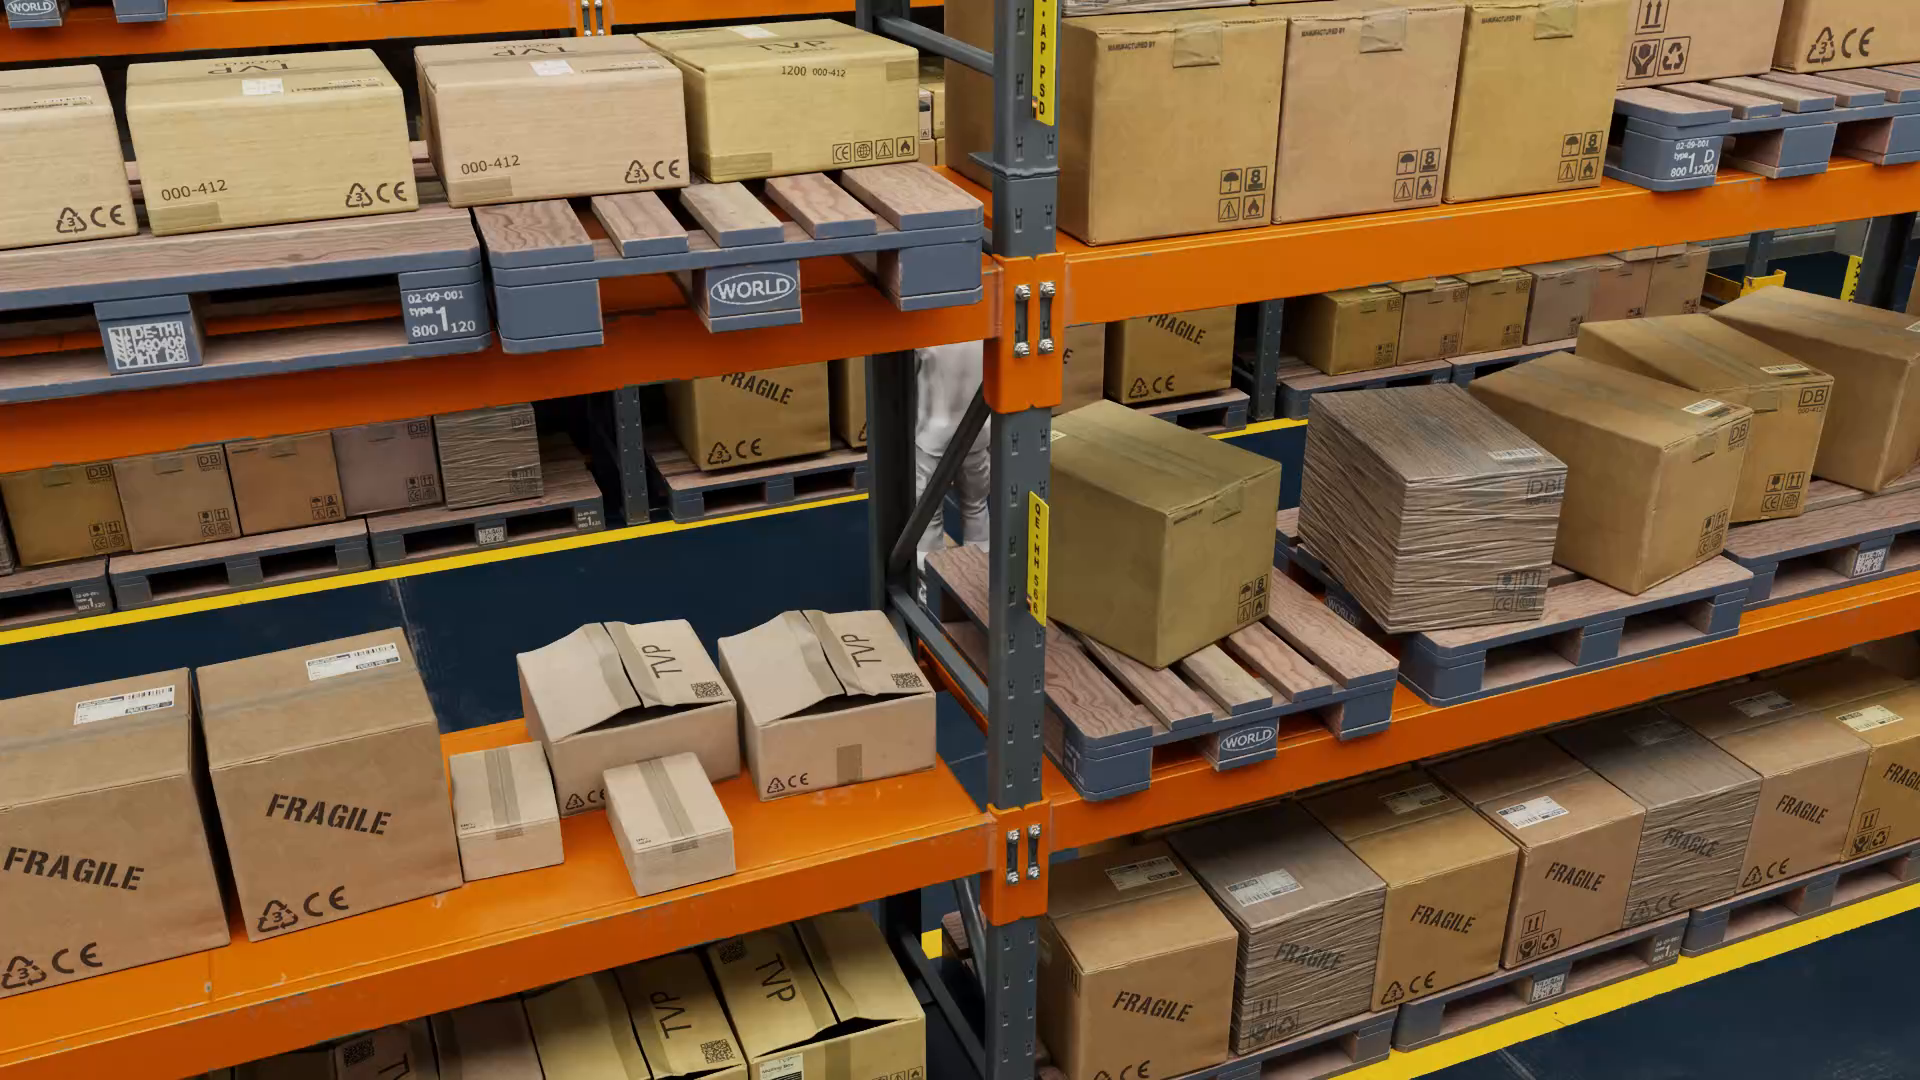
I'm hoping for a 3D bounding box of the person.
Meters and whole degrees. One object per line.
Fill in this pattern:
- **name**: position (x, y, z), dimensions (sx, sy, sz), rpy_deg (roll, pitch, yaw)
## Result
- **person**: position (-0.061, -0.484, 7.901), dimensions (0.584, 1.779, 0.444), rpy_deg (-11, 28, -22)
